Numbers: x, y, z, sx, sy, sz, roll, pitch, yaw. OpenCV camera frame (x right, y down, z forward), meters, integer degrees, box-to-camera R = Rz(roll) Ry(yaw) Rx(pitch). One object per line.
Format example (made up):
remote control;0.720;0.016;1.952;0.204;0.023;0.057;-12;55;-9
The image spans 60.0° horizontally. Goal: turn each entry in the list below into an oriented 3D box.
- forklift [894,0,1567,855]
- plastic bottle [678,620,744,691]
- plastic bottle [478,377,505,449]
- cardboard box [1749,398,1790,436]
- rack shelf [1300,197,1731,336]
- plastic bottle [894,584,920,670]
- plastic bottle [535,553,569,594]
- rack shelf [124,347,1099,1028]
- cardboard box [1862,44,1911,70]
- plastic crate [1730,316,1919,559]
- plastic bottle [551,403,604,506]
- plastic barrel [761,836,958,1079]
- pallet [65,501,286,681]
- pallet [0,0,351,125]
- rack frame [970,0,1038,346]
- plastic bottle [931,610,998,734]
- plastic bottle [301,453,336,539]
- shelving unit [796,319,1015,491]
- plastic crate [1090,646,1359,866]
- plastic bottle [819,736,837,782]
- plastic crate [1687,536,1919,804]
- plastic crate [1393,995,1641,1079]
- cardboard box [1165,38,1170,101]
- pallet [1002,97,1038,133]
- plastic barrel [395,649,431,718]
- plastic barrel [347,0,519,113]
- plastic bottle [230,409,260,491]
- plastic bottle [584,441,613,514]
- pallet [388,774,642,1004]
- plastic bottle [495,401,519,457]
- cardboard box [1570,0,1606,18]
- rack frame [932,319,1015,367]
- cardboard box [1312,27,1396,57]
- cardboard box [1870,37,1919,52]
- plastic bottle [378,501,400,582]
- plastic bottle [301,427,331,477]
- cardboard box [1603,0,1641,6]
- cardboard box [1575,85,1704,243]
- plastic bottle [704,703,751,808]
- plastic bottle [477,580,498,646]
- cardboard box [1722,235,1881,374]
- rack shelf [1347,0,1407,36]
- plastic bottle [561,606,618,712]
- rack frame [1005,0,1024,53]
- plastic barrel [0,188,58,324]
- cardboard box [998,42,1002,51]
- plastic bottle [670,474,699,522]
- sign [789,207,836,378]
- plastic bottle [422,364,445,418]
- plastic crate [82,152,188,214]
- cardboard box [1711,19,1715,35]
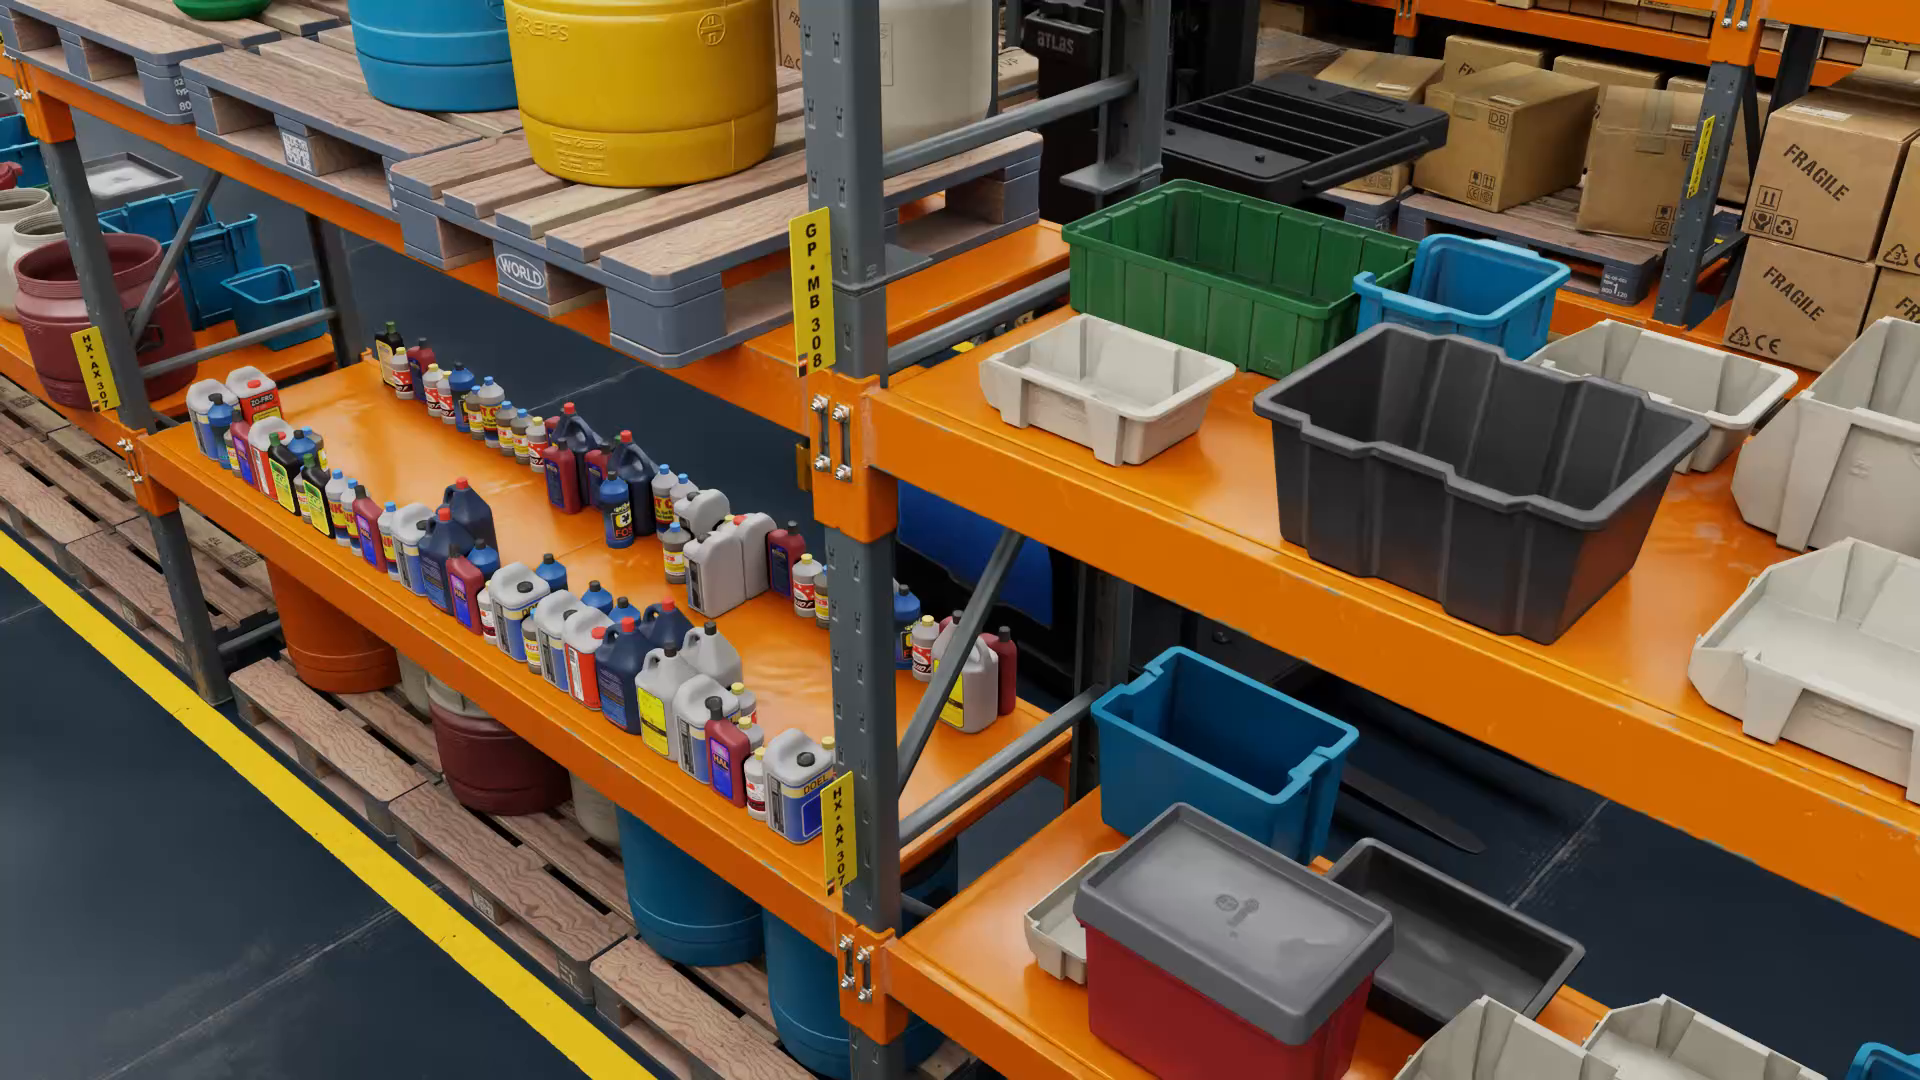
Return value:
forklift;1.065;-0.629;6.453;1.130;2.935;3.031;-26;39;-36
plastic bottle;-0.718;0.377;4.764;0.185;0.351;0.144;25;39;35
plastic bottle;-1.760;-0.487;6.275;0.097;0.271;0.097;0;31;0
cardboard box;4.026;-0.318;7.867;0.500;0.500;0.500;25;39;35
rack shelf;1.930;-1.673;8.818;4.000;0.370;1.077;25;39;35
plastic bottle;-0.168;0.256;5.041;0.097;0.271;0.097;0;31;0
plastic bottle;-1.269;0.164;5.194;0.097;0.271;0.097;0;31;0
rack shelf;-1.397;0.220;5.674;4.000;0.370;1.077;25;39;35
cardboard box;6.091;-3.173;10.836;0.250;0.149;0.380;26;40;36
plastic crate;1.616;-0.131;2.766;0.530;0.282;0.437;25;39;35
plastic bottle;-1.356;-0.316;5.914;0.185;0.351;0.144;25;39;35
plastic barrel;-0.306;1.128;5.095;0.708;0.901;0.600;25;39;35
pallet;-3.428;0.131;7.827;1.213;0.211;1.003;25;39;35
pallet;-2.378;-1.683;5.411;1.213;0.211;1.003;25;39;35
rack frame;0.447;-2.673;9.783;0.127;3.000;1.000;25;39;35
plastic bottle;0.013;0.365;4.783;0.185;0.351;0.144;25;39;35
plastic bottle;-2.193;-0.153;5.710;0.133;0.283;0.061;25;39;35
shelving unit;-0.274;-0.822;8.162;0.587;1.500;1.083;-26;39;-36
plastic crate;0.661;0.616;4.276;0.575;0.384;0.392;25;39;35
plastic bottle;-0.353;0.622;4.501;0.097;0.201;0.097;0;31;0
plastic crate;1.354;0.196;2.364;0.530;0.136;0.437;25;39;35
plastic crate;1.095;1.228;3.359;0.530;0.282;0.437;25;39;35
cardboard box;0.990;-2.721;9.358;0.500;0.500;0.700;12;33;19
pallet;0.997;-2.383;9.487;1.003;0.211;1.213;25;39;35
plastic barrel;-2.027;0.429;6.633;0.421;0.512;0.421;0;31;0
plastic barrel;-1.282;-1.608;4.211;0.708;0.901;0.600;25;39;35
plastic bottle;-2.562;-0.326;5.996;0.133;0.283;0.061;25;39;35
plastic bottle;-1.251;-0.225;5.828;0.133;0.283;0.061;25;39;35
pallet;-1.367;1.093;6.229;1.213;0.211;1.003;25;39;35
plastic bottle;-1.688;-0.423;6.238;0.097;0.201;0.097;0;31;0
cardboard box;4.646;-3.926;12.088;0.250;0.149;0.380;26;40;36
rack frame;0.066;-0.634;7.849;0.500;1.500;0.032;-26;39;-36
cardboard box;3.200;-3.916;13.843;0.500;0.500;0.700;26;39;36
cardboard box;6.223;-3.427;10.629;0.500;0.500;0.500;24;39;34
plastic bottle;-1.852;-0.002;5.469;0.097;0.271;0.097;0;31;0
plastic bottle;-2.362;-0.316;6.059;0.097;0.201;0.097;0;31;0
cardboard box;4.706;-4.125;11.789;0.500;0.500;0.500;25;39;35
cardboard box;3.212;-1.761;7.763;0.500;0.500;0.700;12;33;19
plastic bottle;-0.625;0.578;4.494;0.133;0.283;0.061;25;39;35
plastic bottle;-1.444;0.219;5.171;0.097;0.201;0.097;0;31;0
cardboard box;3.608;-1.051;6.991;0.500;0.500;0.500;26;40;36
rack shelf;2.286;-4.953;14.267;4.000;0.370;1.077;25;39;35
plastic bottle;-1.068;0.343;4.892;0.135;0.276;0.152;25;39;35
rack frame;0.803;-5.953;15.231;0.127;3.000;1.000;25;39;35
plastic barrel;-4.098;-1.249;7.307;0.421;0.512;0.421;0;31;0
cardboard box;-0.086;-3.019;10.443;0.500;0.311;0.500;25;39;35
plastic bottle;-0.927;-0.098;5.630;0.097;0.271;0.097;0;31;0
sign;-0.284;-0.475;3.214;0.005;0.325;0.100;25;39;35
plastic bottle;-2.049;-0.592;6.517;0.097;0.201;0.097;0;31;0
plastic crate;-3.872;-1.484;7.745;0.583;0.464;0.402;25;39;35
cardboard box;5.381;-3.551;11.464;0.250;0.149;0.380;24;38;34
